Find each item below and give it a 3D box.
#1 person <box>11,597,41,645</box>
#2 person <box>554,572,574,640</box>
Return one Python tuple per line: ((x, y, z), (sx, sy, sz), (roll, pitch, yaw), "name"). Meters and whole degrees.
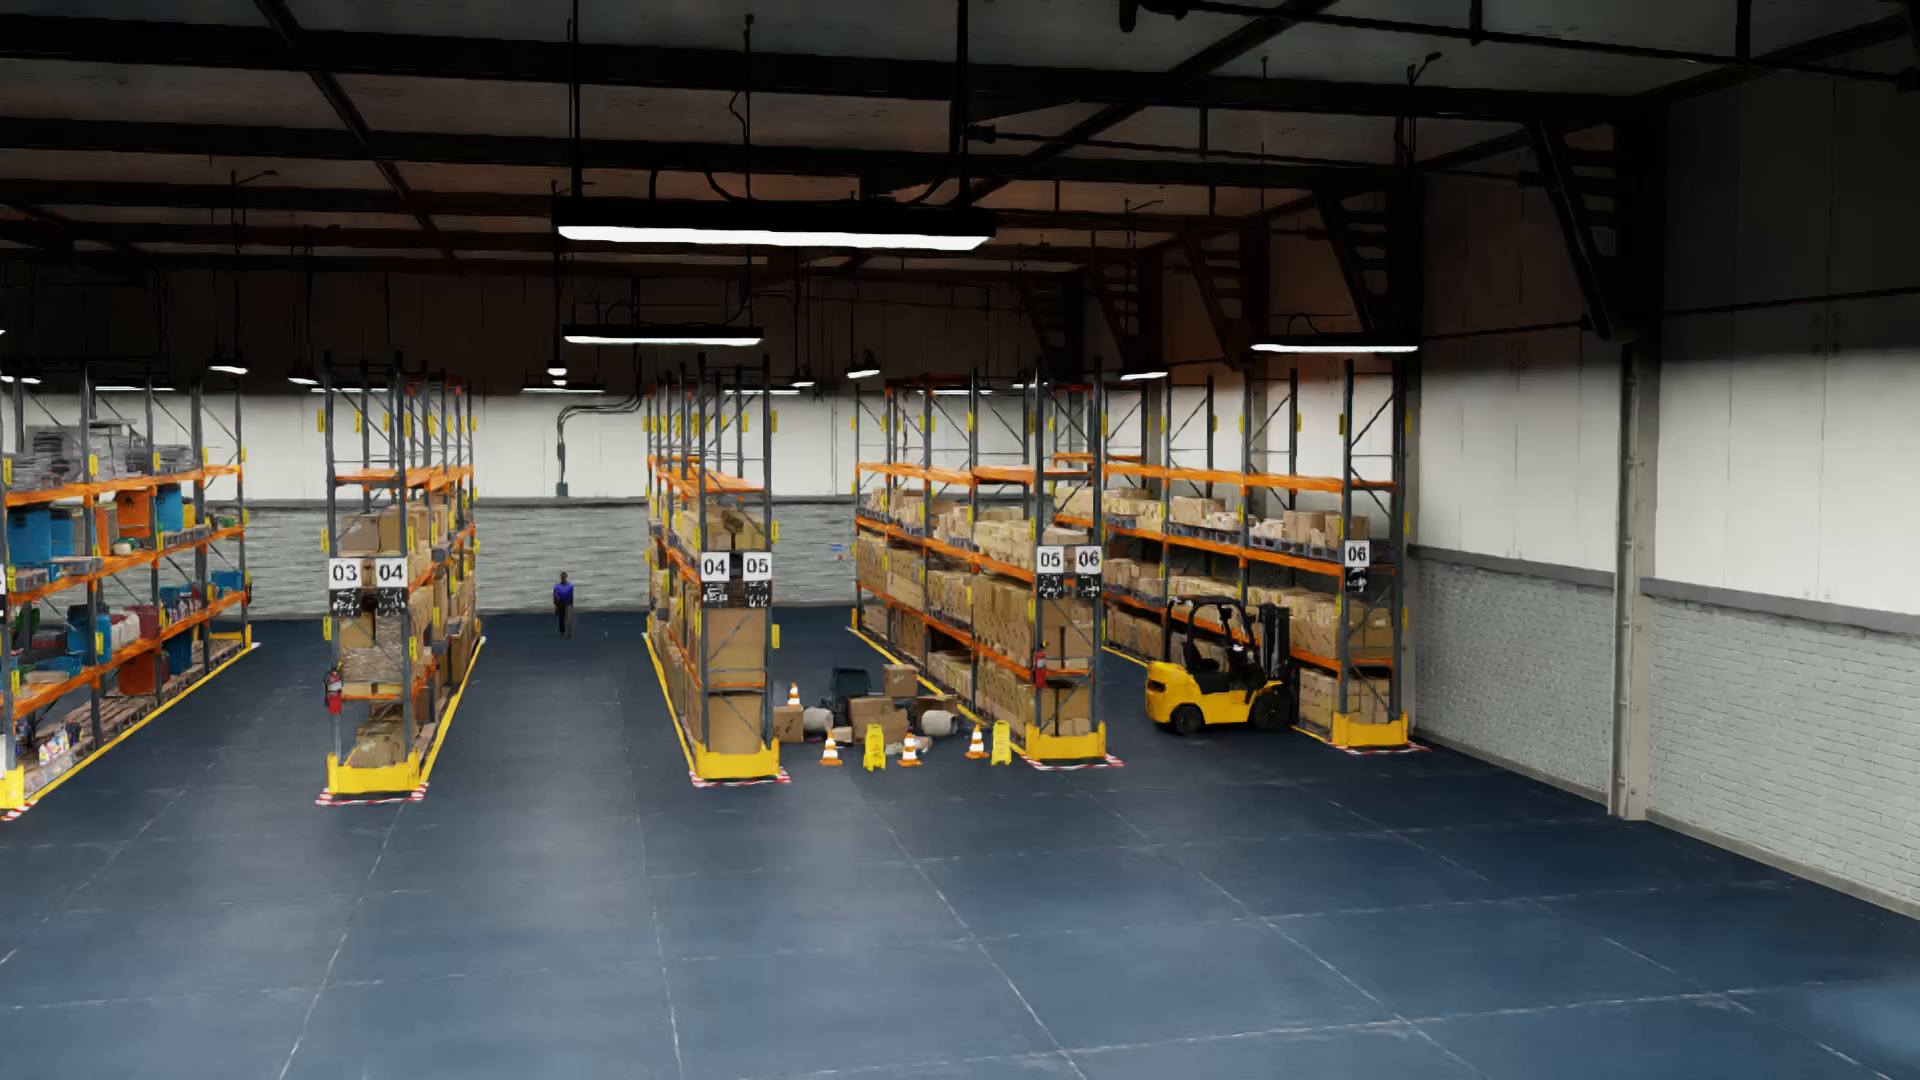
((-21.012, 1.521, 37.291), (0.524, 1.779, 0.736), (3, 5, 36), "person")
((-9.200, 1.513, 38.619), (0.447, 1.574, 1.088), (-1, 4, -11), "person")
